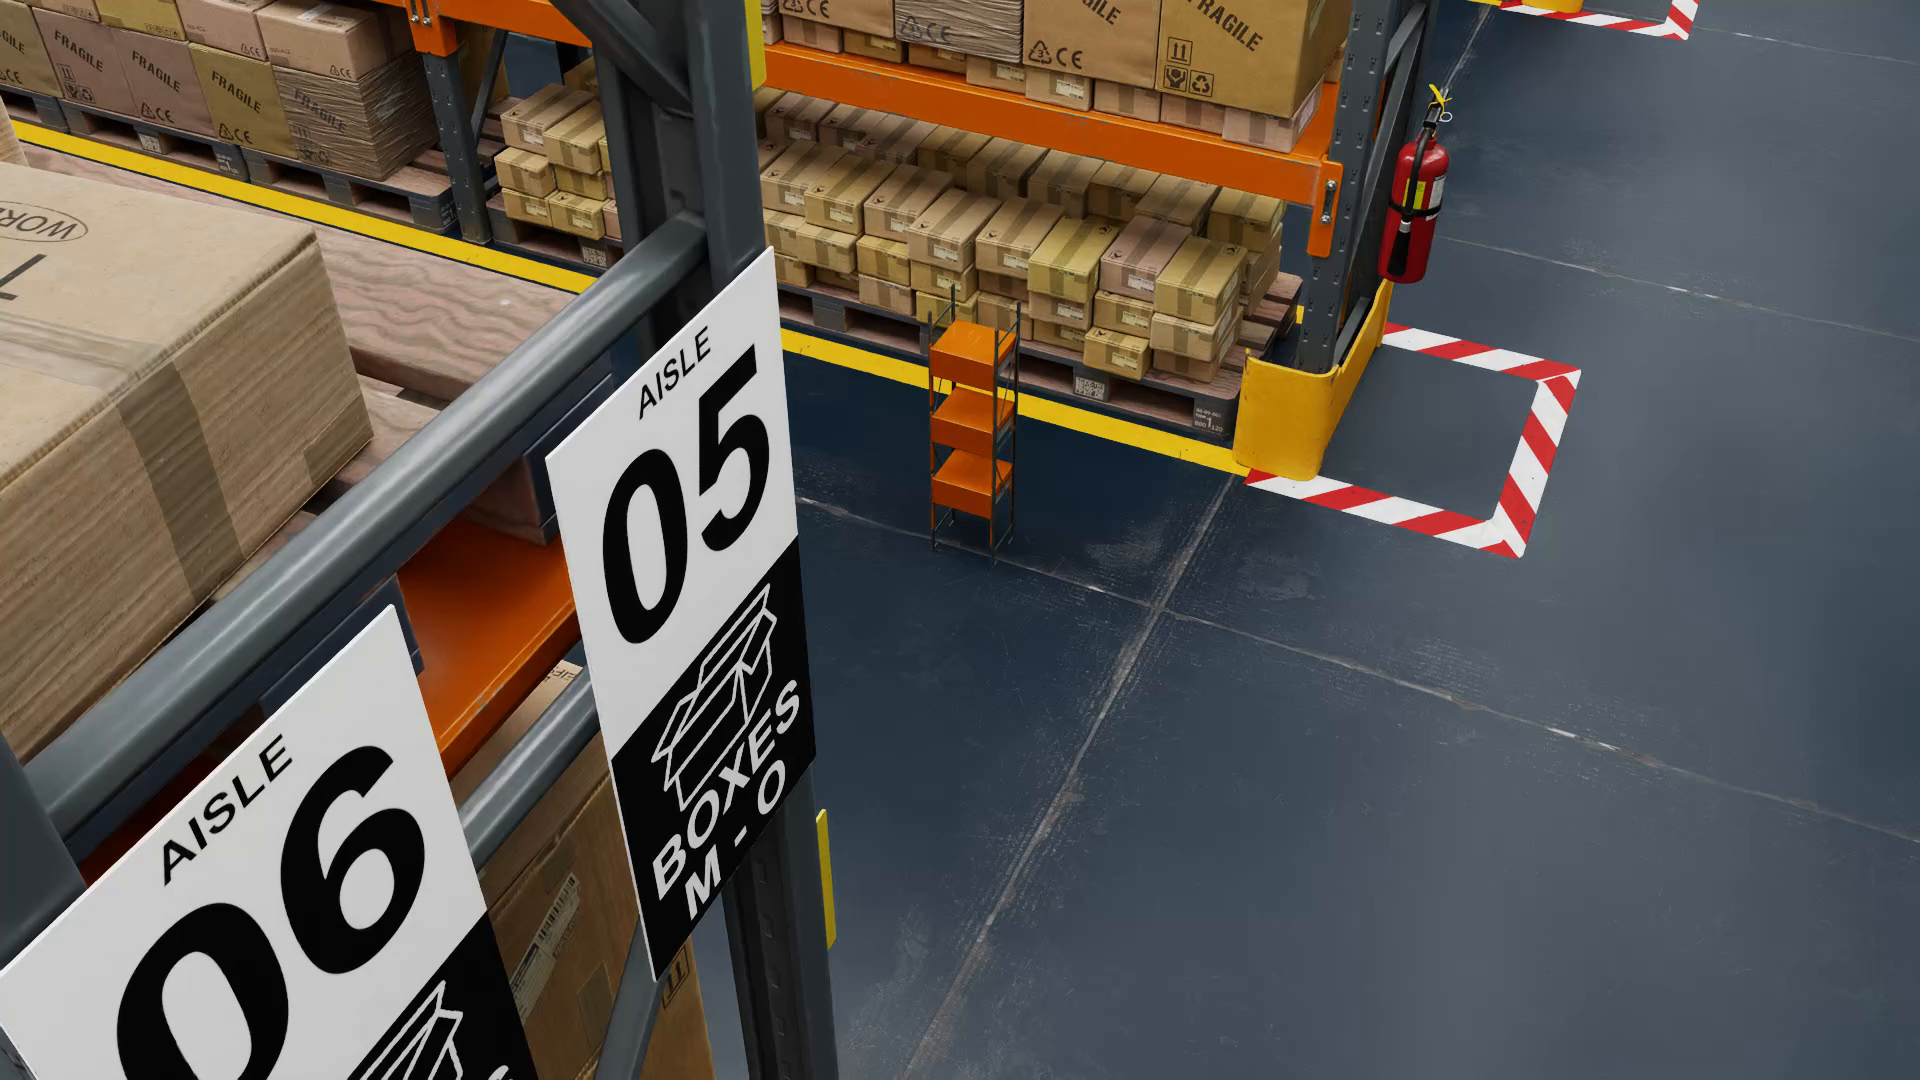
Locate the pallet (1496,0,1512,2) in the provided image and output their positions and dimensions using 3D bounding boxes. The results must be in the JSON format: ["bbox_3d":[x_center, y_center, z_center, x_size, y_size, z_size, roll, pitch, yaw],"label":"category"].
[{"bbox_3d":[2.966,-3.759,10.426,1.213,0.211,1.003,17,44,19],"label":"pallet"}]

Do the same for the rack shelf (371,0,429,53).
[{"bbox_3d":[-3.902,-3.112,8.099,4.000,0.370,1.077,17,44,19],"label":"rack shelf"}]

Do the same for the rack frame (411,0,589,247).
[{"bbox_3d":[-2.090,-2.830,7.224,0.127,3.000,1.000,17,44,19],"label":"rack frame"}]

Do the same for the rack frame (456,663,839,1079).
[{"bbox_3d":[-0.466,1.244,2.524,0.127,3.000,1.000,17,44,19],"label":"rack frame"}]

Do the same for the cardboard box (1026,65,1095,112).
[{"bbox_3d":[0.436,-1.758,6.180,0.250,0.149,0.380,18,44,20],"label":"cardboard box"}]

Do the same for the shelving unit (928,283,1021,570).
[{"bbox_3d":[0.048,-0.382,5.889,0.252,1.050,0.215,17,44,19],"label":"shelving unit"}]

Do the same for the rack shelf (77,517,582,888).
[{"bbox_3d":[-2.279,-0.171,2.417,4.000,0.370,1.077,17,44,19],"label":"rack shelf"}]

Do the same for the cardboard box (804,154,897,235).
[{"bbox_3d":[-0.460,-1.470,7.057,0.250,0.149,0.380,17,44,19],"label":"cardboard box"}]

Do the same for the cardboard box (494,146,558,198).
[{"bbox_3d":[-1.897,-1.733,7.588,0.250,0.149,0.380,19,44,21],"label":"cardboard box"}]

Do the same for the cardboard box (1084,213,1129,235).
[{"bbox_3d":[0.685,-1.338,7.132,0.250,0.149,0.380,18,44,19],"label":"cardboard box"}]

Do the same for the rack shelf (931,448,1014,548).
[{"bbox_3d":[0.048,-0.164,6.078,0.240,0.259,0.215,17,44,19],"label":"rack shelf"}]

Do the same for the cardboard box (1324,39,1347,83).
[{"bbox_3d":[1.380,-1.911,6.357,0.250,0.149,0.380,17,44,18],"label":"cardboard box"}]

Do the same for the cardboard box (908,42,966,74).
[{"bbox_3d":[-0.010,-1.959,6.411,0.250,0.149,0.380,15,43,17],"label":"cardboard box"}]

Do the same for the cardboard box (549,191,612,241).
[{"bbox_3d":[-1.655,-1.546,7.599,0.250,0.149,0.380,18,44,20],"label":"cardboard box"}]

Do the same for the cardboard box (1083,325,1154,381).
[{"bbox_3d":[0.694,-0.836,6.781,0.250,0.149,0.380,18,44,20],"label":"cardboard box"}]

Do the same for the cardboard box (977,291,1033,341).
[{"bbox_3d":[0.262,-1.021,6.994,0.250,0.149,0.380,17,44,19],"label":"cardboard box"}]

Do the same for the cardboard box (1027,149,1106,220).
[{"bbox_3d":[0.469,-1.545,7.144,0.250,0.149,0.380,15,43,17],"label":"cardboard box"}]

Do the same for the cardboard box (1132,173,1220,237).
[{"bbox_3d":[0.903,-1.380,6.954,0.250,0.149,0.380,18,44,19],"label":"cardboard box"}]

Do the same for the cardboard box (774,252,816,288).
[{"bbox_3d":[-0.703,-1.284,7.298,0.250,0.149,0.380,16,43,17],"label":"cardboard box"}]

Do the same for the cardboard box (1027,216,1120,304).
[{"bbox_3d":[0.456,-1.124,6.659,0.250,0.149,0.380,16,43,18],"label":"cardboard box"}]

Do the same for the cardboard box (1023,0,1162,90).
[{"bbox_3d":[0.554,-1.989,5.952,0.500,0.500,0.500,16,44,18],"label":"cardboard box"}]

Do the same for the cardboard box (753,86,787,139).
[{"bbox_3d":[-0.978,-1.962,7.625,0.250,0.149,0.380,18,44,20],"label":"cardboard box"}]

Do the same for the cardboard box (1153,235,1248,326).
[{"bbox_3d":[0.948,-1.024,6.543,0.250,0.149,0.380,17,44,19],"label":"cardboard box"}]

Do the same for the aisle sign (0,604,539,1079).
[{"bbox_3d":[-0.532,0.466,1.438,0.004,0.787,0.394,17,44,19],"label":"aisle sign"}]

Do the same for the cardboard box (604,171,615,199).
[{"bbox_3d":[-1.393,-1.670,7.516,0.250,0.149,0.380,17,44,18],"label":"cardboard box"}]

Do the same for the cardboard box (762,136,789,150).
[{"bbox_3d":[-0.744,-1.807,7.673,0.250,0.149,0.380,18,44,20],"label":"cardboard box"}]

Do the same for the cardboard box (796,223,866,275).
[{"bbox_3d":[-0.496,-1.313,7.103,0.250,0.149,0.380,17,44,19],"label":"cardboard box"}]

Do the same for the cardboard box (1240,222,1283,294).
[{"bbox_3d":[1.169,-1.213,6.988,0.250,0.149,0.380,19,44,20],"label":"cardboard box"}]

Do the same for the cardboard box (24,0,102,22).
[{"bbox_3d":[-4.290,-2.815,8.223,0.500,0.250,0.500,17,44,19],"label":"cardboard box"}]

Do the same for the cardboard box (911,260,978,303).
[{"bbox_3d":[-0.010,-1.171,6.940,0.250,0.149,0.380,18,44,19],"label":"cardboard box"}]

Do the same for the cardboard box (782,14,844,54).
[{"bbox_3d":[-0.495,-2.079,6.551,0.250,0.149,0.380,19,44,20],"label":"cardboard box"}]

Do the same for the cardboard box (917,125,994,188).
[{"bbox_3d":[0.003,-1.728,7.355,0.250,0.149,0.380,18,44,19],"label":"cardboard box"}]

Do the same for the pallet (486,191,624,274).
[{"bbox_3d":[-1.466,-1.611,7.947,1.213,0.211,1.003,17,44,19],"label":"pallet"}]

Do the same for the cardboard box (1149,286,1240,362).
[{"bbox_3d":[0.936,-0.893,6.618,0.250,0.149,0.380,16,43,18],"label":"cardboard box"}]

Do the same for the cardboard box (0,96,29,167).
[{"bbox_3d":[-1.355,-0.429,1.959,0.250,0.149,0.380,19,44,20],"label":"cardboard box"}]

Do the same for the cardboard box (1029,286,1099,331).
[{"bbox_3d":[0.464,-1.035,6.783,0.250,0.149,0.380,15,43,17],"label":"cardboard box"}]

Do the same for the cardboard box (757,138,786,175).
[{"bbox_3d":[-0.949,-1.588,7.193,0.250,0.149,0.380,18,44,20],"label":"cardboard box"}]

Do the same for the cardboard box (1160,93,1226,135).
[{"bbox_3d":[0.911,-1.641,6.045,0.250,0.149,0.380,17,44,19],"label":"cardboard box"}]

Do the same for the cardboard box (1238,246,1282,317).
[{"bbox_3d":[1.196,-1.138,7.129,0.250,0.149,0.380,18,44,19],"label":"cardboard box"}]

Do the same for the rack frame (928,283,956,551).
[{"bbox_3d":[-0.062,-0.416,5.928,0.008,1.050,0.200,17,44,19],"label":"rack frame"}]

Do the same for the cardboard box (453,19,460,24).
[{"bbox_3d":[-2.648,-2.689,8.077,0.500,0.250,0.500,15,43,17],"label":"cardboard box"}]

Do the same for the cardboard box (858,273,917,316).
[{"bbox_3d":[-0.235,-1.142,7.134,0.250,0.149,0.380,18,44,19],"label":"cardboard box"}]

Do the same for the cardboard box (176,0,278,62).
[{"bbox_3d":[-3.332,-2.534,7.898,0.500,0.250,0.500,19,44,21],"label":"cardboard box"}]

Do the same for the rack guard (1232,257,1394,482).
[{"bbox_3d":[1.466,-0.798,6.789,0.348,0.500,1.175,17,44,19],"label":"rack guard"}]

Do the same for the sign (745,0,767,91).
[{"bbox_3d":[-0.226,-0.577,1.608,0.005,0.325,0.100,17,44,19],"label":"sign"}]

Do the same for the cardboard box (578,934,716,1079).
[{"bbox_3d":[-0.780,0.903,2.842,0.500,0.500,0.500,17,44,18],"label":"cardboard box"}]

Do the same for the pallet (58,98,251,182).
[{"bbox_3d":[-3.906,-2.328,8.774,1.213,0.211,1.003,17,44,19],"label":"pallet"}]

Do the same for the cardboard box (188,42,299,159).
[{"bbox_3d":[-3.332,-2.241,8.134,0.500,0.500,0.500,16,43,18],"label":"cardboard box"}]

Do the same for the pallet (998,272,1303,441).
[{"bbox_3d":[0.745,-0.935,7.168,1.213,0.211,1.003,17,44,19],"label":"pallet"}]

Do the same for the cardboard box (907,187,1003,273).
[{"bbox_3d":[-0.019,-1.275,6.833,0.250,0.149,0.380,19,44,20],"label":"cardboard box"}]

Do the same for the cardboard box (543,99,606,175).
[{"bbox_3d":[-1.641,-1.806,7.445,0.250,0.149,0.380,19,44,21],"label":"cardboard box"}]

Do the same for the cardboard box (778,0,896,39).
[{"bbox_3d":[-0.357,-2.268,6.273,0.500,0.500,0.500,19,44,21],"label":"cardboard box"}]

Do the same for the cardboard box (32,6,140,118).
[{"bbox_3d":[-4.257,-2.528,8.464,0.500,0.500,0.500,16,43,18],"label":"cardboard box"}]

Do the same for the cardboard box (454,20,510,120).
[{"bbox_3d":[-2.647,-2.406,8.323,0.500,0.500,0.500,19,44,20],"label":"cardboard box"}]

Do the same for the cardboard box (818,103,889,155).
[{"bbox_3d":[-0.444,-1.874,7.524,0.250,0.149,0.380,16,43,17],"label":"cardboard box"}]

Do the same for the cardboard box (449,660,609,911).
[{"bbox_3d":[-0.671,0.321,2.255,0.250,0.149,0.380,18,44,20],"label":"cardboard box"}]

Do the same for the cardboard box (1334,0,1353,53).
[{"bbox_3d":[1.245,-2.160,6.149,0.500,0.500,0.500,19,44,21],"label":"cardboard box"}]
